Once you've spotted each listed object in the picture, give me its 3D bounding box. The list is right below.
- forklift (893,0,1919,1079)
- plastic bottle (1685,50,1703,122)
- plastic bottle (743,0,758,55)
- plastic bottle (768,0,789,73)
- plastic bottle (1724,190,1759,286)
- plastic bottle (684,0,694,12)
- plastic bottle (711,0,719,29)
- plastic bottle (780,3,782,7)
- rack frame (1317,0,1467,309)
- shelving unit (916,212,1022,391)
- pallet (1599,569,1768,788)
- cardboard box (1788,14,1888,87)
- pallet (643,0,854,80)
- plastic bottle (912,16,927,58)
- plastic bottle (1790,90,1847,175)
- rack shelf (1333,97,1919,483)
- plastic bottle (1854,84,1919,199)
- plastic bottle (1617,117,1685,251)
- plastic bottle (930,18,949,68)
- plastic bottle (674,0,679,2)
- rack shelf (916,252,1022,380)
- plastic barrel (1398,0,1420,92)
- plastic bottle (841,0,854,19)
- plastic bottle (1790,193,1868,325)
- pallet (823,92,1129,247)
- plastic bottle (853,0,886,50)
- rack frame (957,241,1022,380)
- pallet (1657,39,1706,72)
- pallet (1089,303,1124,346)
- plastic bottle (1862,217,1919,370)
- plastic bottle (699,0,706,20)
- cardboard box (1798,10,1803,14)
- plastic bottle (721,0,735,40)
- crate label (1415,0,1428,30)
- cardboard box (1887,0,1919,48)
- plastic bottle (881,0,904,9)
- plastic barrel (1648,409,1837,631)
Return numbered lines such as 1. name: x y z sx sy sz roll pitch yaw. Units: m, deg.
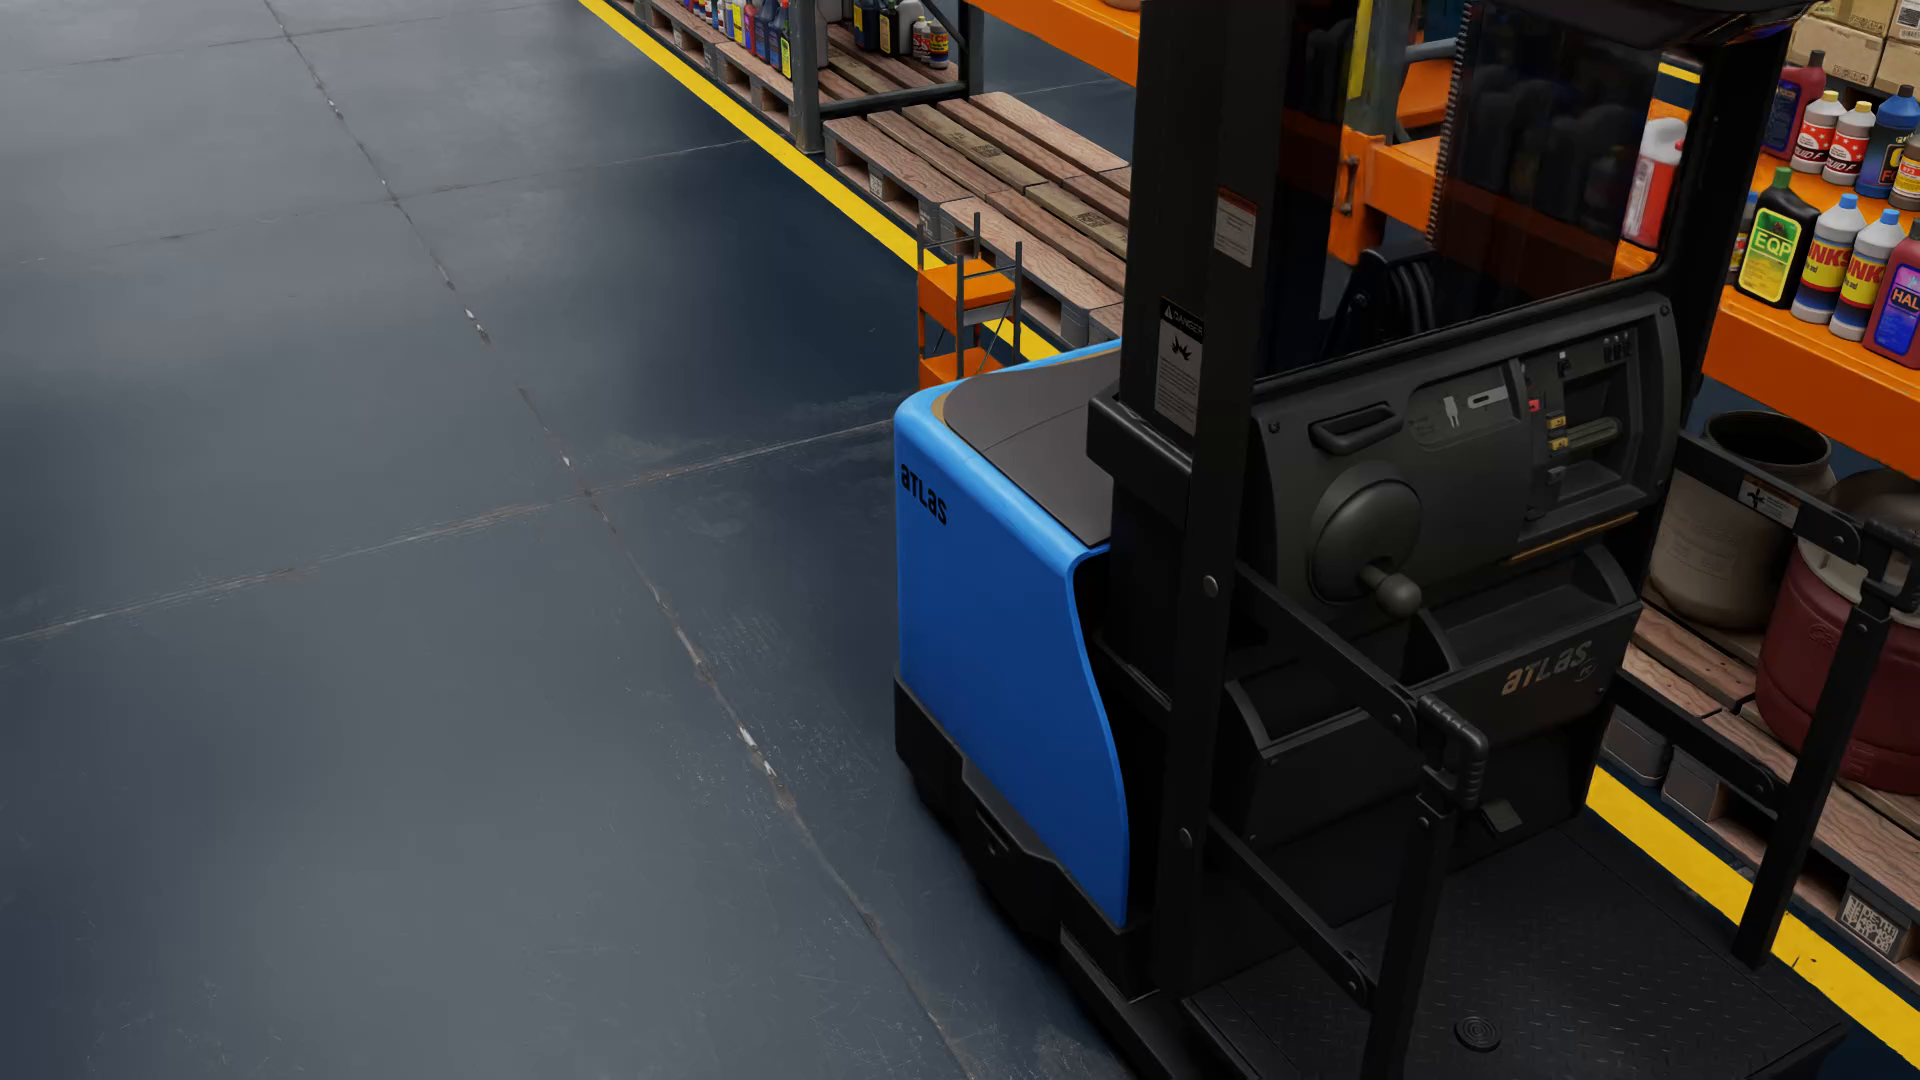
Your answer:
1. forklift: 0.995 -0.094 2.680 1.130 2.935 3.031 -17 36 -24
2. plastic bottle: 2.083 -1.264 4.551 0.061 0.283 0.133 -16 36 -23
3. plastic bottle: -1.105 -2.743 8.861 0.061 0.283 0.133 -13 35 -20
4. plastic bottle: -0.903 -2.613 8.595 0.144 0.351 0.185 -17 36 -24
5. plastic bottle: 1.741 -0.681 3.716 0.097 0.201 0.097 0 33 0
6. plastic bottle: -1.554 -3.202 9.577 0.061 0.283 0.133 -15 36 -22
7. plastic bottle: -1.342 -3.002 9.276 0.097 0.271 0.097 0 33 0
8. plastic bottle: -0.873 -2.722 8.835 0.152 0.276 0.135 -16 36 -23
9. rack frame: 1.517 -1.399 4.653 1.000 3.000 0.127 -16 36 -23
10. shelving unit: 0.025 -0.417 4.927 0.215 1.050 0.252 -16 36 -23
11. pallet: 1.922 0.141 4.834 1.003 0.211 1.213 -16 36 -23
12. cardboard box: 4.722 -2.582 8.660 0.500 0.250 0.500 -15 36 -22
13. pallet: -1.197 -3.048 9.811 1.003 0.211 1.213 -16 36 -23
14. plastic bottle: -0.203 -2.674 8.830 0.097 0.201 0.097 0 33 0
15. plastic bottle: 2.229 -1.060 4.308 0.097 0.201 0.097 0 33 0
16. rack shelf: 2.450 -0.142 3.357 1.077 0.370 4.000 -16 36 -23
17. plastic bottle: 2.319 -0.996 4.144 0.097 0.271 0.097 0 33 0
18. plastic bottle: 1.649 -0.838 3.893 0.152 0.276 0.135 -16 36 -23
19. plastic bottle: -0.108 -2.607 8.659 0.097 0.271 0.097 0 33 0
20. plastic bottle: -1.643 -3.310 9.757 0.097 0.271 0.097 0 33 0
21. rack shelf: 0.025 -0.647 4.780 0.215 0.259 0.240 -16 36 -23
22. plastic barrel: 1.033 -1.601 4.843 0.600 0.536 0.708 -16 36 -23
23. plastic bottle: -0.643 -3.160 9.450 0.144 0.351 0.185 -16 36 -23
24. plastic bottle: 1.848 -0.600 3.525 0.097 0.271 0.097 0 33 0
25. pallet: 0.053 -1.769 7.815 1.003 0.211 1.213 -16 36 -23
26. plastic bottle: -0.484 -2.831 8.936 0.144 0.351 0.185 -16 36 -23
27. rack frame: 0.082 -0.358 4.836 0.200 1.050 0.008 -16 36 -23
28. pallet: 4.414 -3.036 9.793 1.003 0.211 1.213 -16 36 -23
29. pallet: 1.190 -0.604 5.997 1.003 0.211 1.213 -16 36 -23
30. plastic bottle: 1.932 -0.499 3.357 0.061 0.283 0.133 -16 36 -23
31. plastic bottle: -1.437 -3.098 9.427 0.097 0.271 0.097 0 33 0
32. cardboard box: 4.480 -3.060 8.886 0.500 0.311 0.500 -17 36 -25
33. plastic bottle: -1.215 -2.905 9.121 0.152 0.276 0.135 -15 36 -22
34. crate label: 1.293 -1.956 5.490 0.502 0.435 0.616 -16 36 -23
35. cardboard box: 4.958 -2.574 8.127 0.500 0.311 0.500 -16 36 -23
36. plastic bottle: -0.357 -2.867 8.993 0.144 0.351 0.185 -15 36 -22
37. plastic barrel: 2.103 -0.052 4.468 0.421 0.512 0.421 0 33 0
